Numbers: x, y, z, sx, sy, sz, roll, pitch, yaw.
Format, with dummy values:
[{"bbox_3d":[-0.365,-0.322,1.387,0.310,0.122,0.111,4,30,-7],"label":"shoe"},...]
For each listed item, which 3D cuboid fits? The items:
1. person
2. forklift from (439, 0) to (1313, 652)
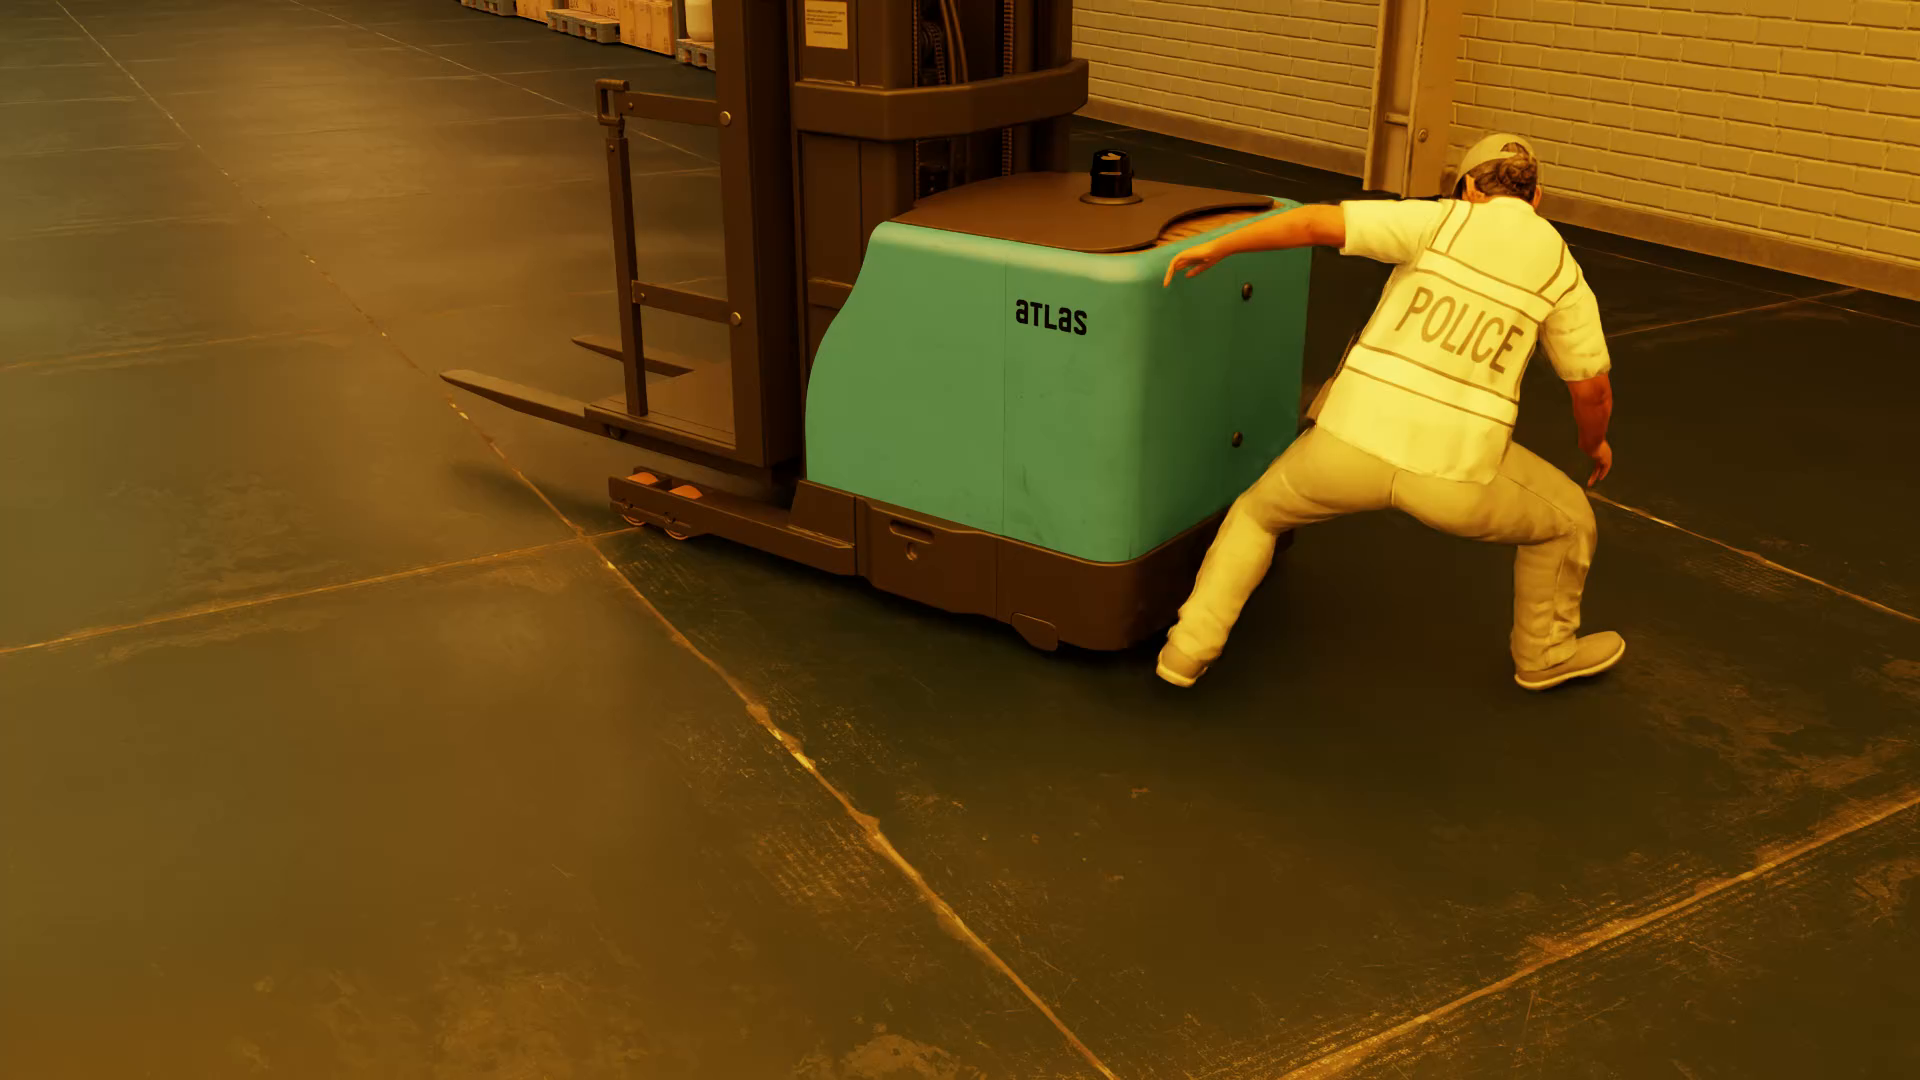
[{"bbox_3d":[1.054,-0.244,3.940,1.169,1.370,0.675,7,23,17],"label":"person"},{"bbox_3d":[-0.481,-1.497,4.922,3.031,2.935,1.130,16,27,34],"label":"forklift"}]
